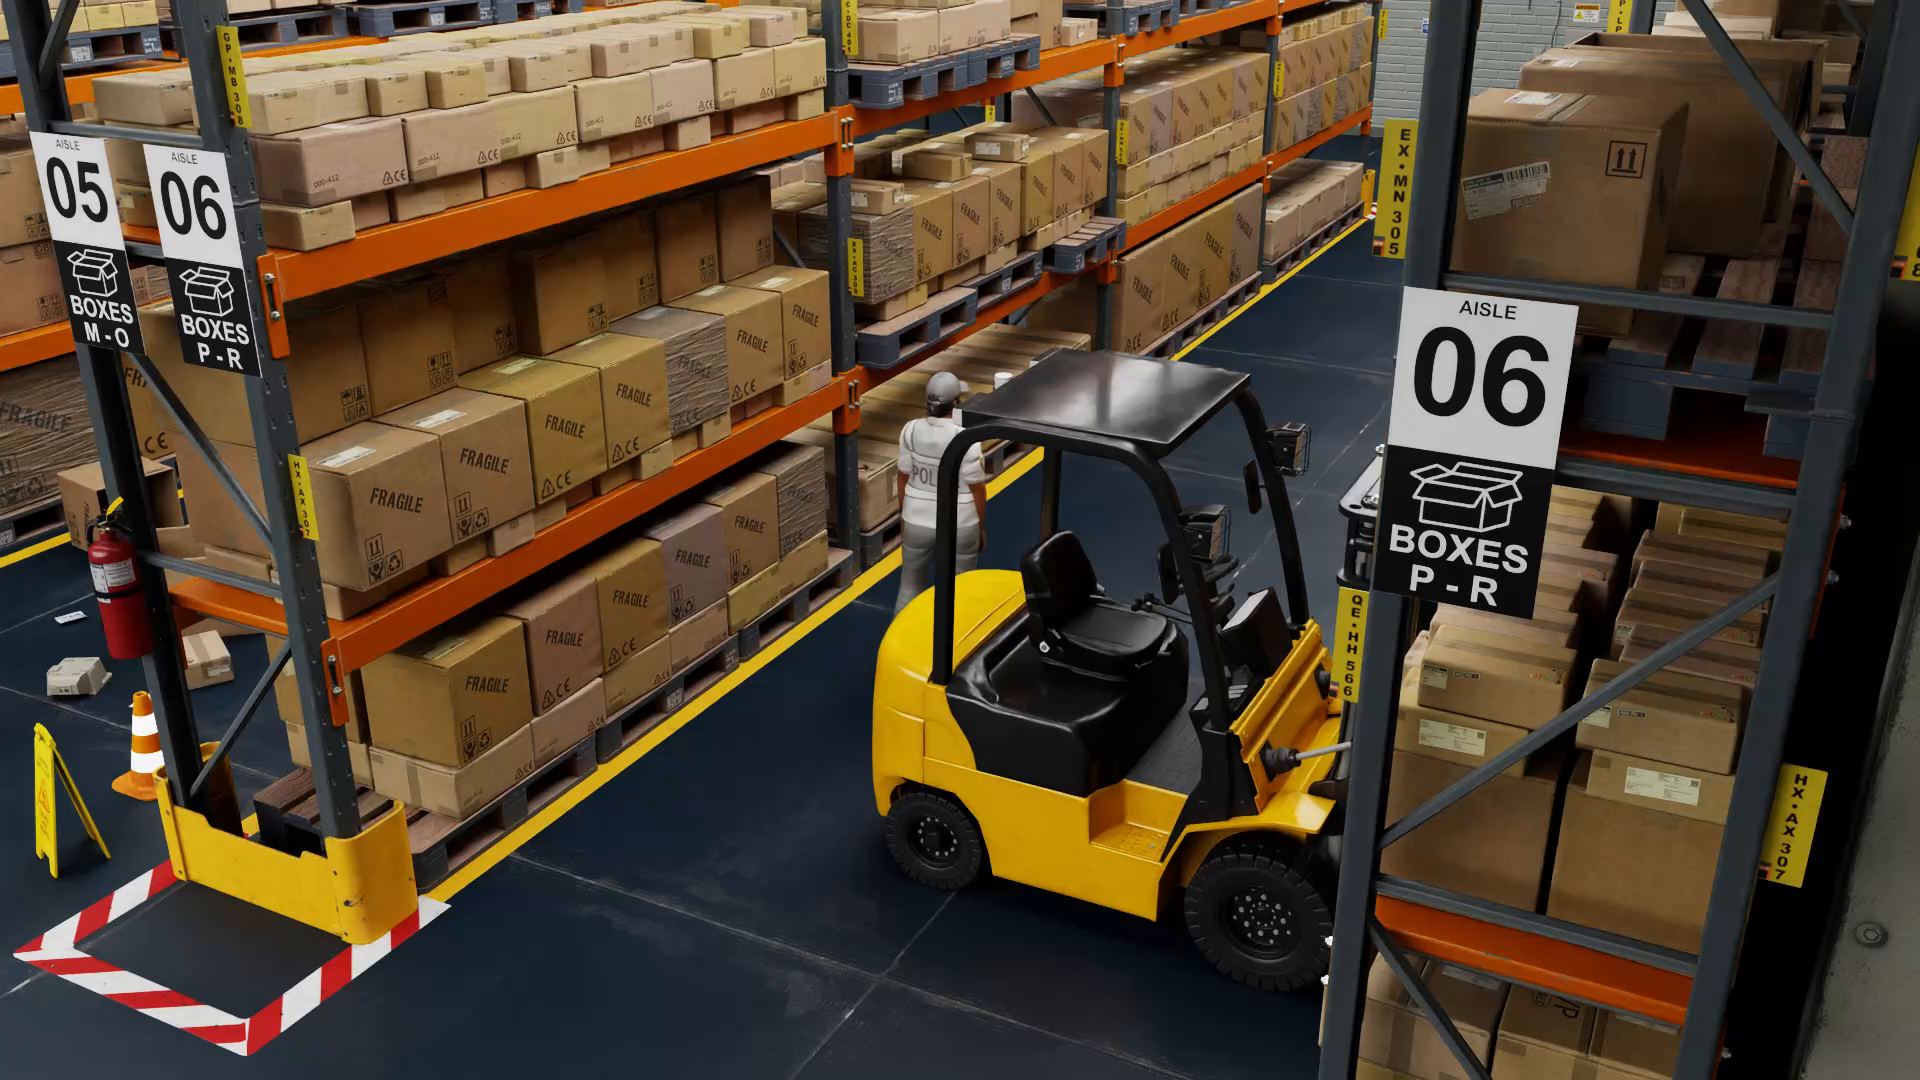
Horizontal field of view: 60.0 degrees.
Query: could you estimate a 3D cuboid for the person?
[{"bbox_3d":[-0.112,-0.087,8.766,0.550,1.674,0.392,7,24,17],"label":"person"}]
